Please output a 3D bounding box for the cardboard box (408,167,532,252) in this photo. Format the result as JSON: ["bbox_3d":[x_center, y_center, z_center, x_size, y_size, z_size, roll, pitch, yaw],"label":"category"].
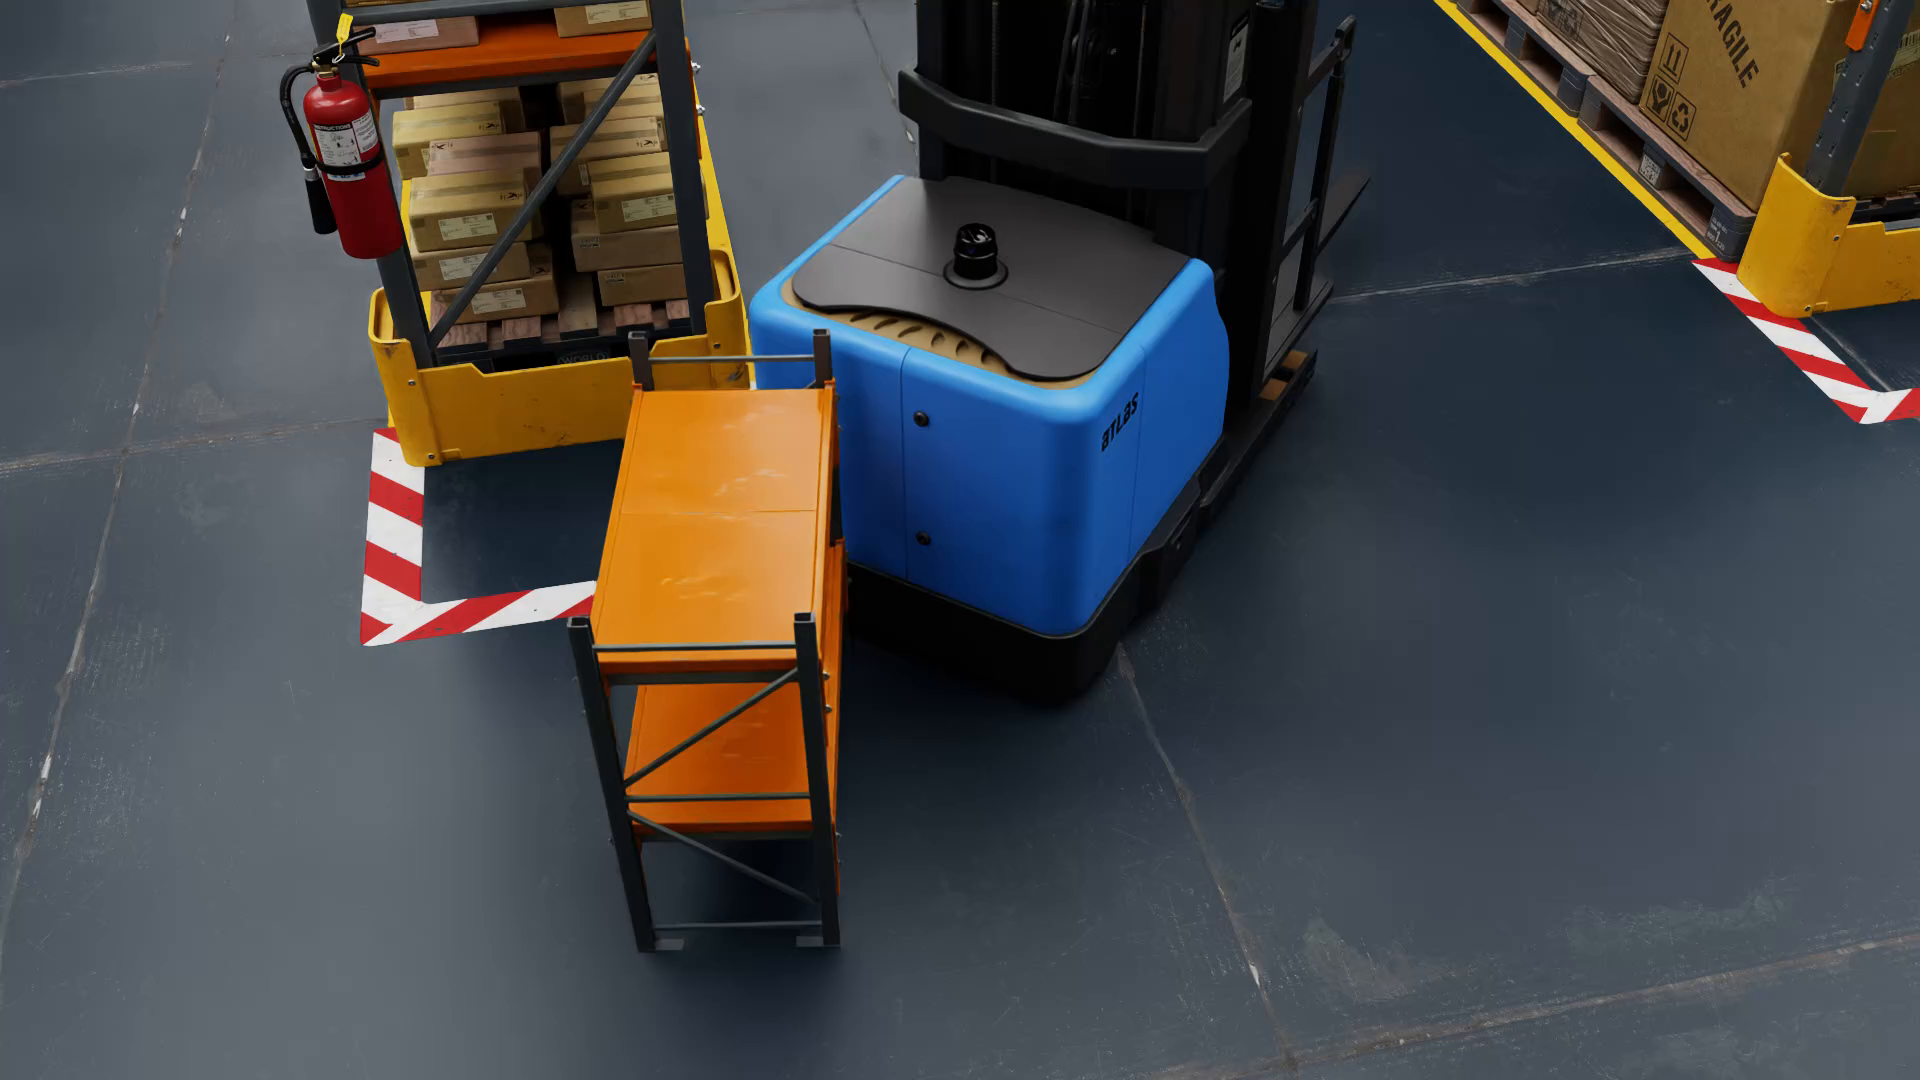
[{"bbox_3d":[-1.656,-1.121,5.637,0.380,0.149,0.250,-8,42,-9],"label":"cardboard box"}]

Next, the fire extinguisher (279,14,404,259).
[{"bbox_3d":[-1.691,-1.103,4.572,0.296,0.674,0.183,-8,42,-9],"label":"fire extinguisher"}]

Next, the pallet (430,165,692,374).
[{"bbox_3d":[-1.452,-1.039,6.262,1.003,0.211,1.213,-8,42,-9],"label":"pallet"}]

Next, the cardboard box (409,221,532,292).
[{"bbox_3d":[-1.687,-1.004,5.729,0.380,0.149,0.250,-9,42,-10],"label":"cardboard box"}]

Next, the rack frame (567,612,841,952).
[{"bbox_3d":[-0.545,0.582,3.747,0.500,1.125,0.032,-1,42,-1],"label":"rack frame"}]

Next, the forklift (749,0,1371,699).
[{"bbox_3d":[0.586,-1.619,4.865,1.130,2.935,3.031,20,45,21],"label":"forklift"}]

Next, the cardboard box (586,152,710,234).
[{"bbox_3d":[-1.076,-1.203,5.728,0.380,0.149,0.250,-10,43,-11],"label":"cardboard box"}]

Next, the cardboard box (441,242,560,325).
[{"bbox_3d":[-1.612,-0.903,5.839,0.380,0.149,0.250,-8,42,-9],"label":"cardboard box"}]

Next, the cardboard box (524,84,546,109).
[{"bbox_3d":[-1.942,-1.908,6.971,0.380,0.149,0.250,-7,42,-8],"label":"cardboard box"}]

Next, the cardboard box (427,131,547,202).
[{"bbox_3d":[-1.654,-1.292,5.829,0.380,0.149,0.250,-8,42,-8],"label":"cardboard box"}]

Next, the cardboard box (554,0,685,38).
[{"bbox_3d":[-1.044,-1.664,5.054,0.380,0.149,0.250,-9,42,-10],"label":"cardboard box"}]

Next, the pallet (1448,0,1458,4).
[{"bbox_3d":[2.795,-3.192,8.687,1.003,0.211,1.213,-8,42,-9],"label":"pallet"}]

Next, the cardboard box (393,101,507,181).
[{"bbox_3d":[-1.834,-1.442,5.998,0.380,0.149,0.250,-9,42,-10],"label":"cardboard box"}]

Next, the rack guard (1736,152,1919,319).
[{"bbox_3d":[3.576,-1.196,6.220,1.175,0.500,0.348,-8,42,-9],"label":"rack guard"}]

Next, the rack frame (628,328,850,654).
[{"bbox_3d":[-0.574,-0.093,4.507,0.500,1.125,0.032,-1,42,-1],"label":"rack frame"}]

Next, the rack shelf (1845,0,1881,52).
[{"bbox_3d":[3.139,-3.174,7.107,1.077,0.370,4.000,-8,42,-9],"label":"rack shelf"}]

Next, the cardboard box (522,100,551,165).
[{"bbox_3d":[-1.758,-1.530,6.321,0.380,0.149,0.250,-9,42,-10],"label":"cardboard box"}]

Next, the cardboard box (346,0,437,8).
[{"bbox_3d":[-1.643,-1.904,4.836,0.500,0.500,0.500,-8,42,-8],"label":"cardboard box"}]

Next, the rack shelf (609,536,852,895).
[{"bbox_3d":[-0.559,0.427,4.290,0.538,0.278,1.000,-1,42,-1],"label":"rack shelf"}]

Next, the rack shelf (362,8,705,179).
[{"bbox_3d":[-1.726,-2.528,6.381,1.077,0.370,4.000,-8,42,-9],"label":"rack shelf"}]

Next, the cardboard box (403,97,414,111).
[{"bbox_3d":[-1.941,-1.785,6.384,0.380,0.149,0.250,-7,42,-8],"label":"cardboard box"}]

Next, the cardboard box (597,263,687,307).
[{"bbox_3d":[-1.095,-0.977,5.923,0.380,0.149,0.250,-8,42,-8],"label":"cardboard box"}]

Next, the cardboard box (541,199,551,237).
[{"bbox_3d":[-1.739,-1.239,6.217,0.380,0.149,0.250,-9,42,-9],"label":"cardboard box"}]

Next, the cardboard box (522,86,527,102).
[{"bbox_3d":[-1.961,-1.734,6.775,0.380,0.149,0.250,-8,42,-8],"label":"cardboard box"}]

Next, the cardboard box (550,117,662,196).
[{"bbox_3d":[-1.253,-1.364,5.910,0.380,0.149,0.250,-8,42,-9],"label":"cardboard box"}]

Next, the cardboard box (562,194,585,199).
[{"bbox_3d":[-1.300,-1.411,6.187,0.380,0.149,0.250,-8,42,-9],"label":"cardboard box"}]

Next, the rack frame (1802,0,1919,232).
[{"bbox_3d":[3.570,-2.146,5.408,1.000,3.000,0.127,-8,42,-9],"label":"rack frame"}]

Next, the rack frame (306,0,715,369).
[{"bbox_3d":[-1.294,-1.501,4.681,1.000,3.000,0.127,-8,42,-9],"label":"rack frame"}]

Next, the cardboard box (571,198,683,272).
[{"bbox_3d":[-1.157,-1.079,5.814,0.380,0.149,0.250,-7,42,-7],"label":"cardboard box"}]

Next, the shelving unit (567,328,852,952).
[{"bbox_3d":[-0.559,0.244,4.127,0.538,1.125,1.048,-1,42,-1],"label":"shelving unit"}]

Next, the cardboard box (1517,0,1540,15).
[{"bbox_3d":[2.966,-3.079,7.743,0.875,0.875,0.875,-8,42,-9],"label":"cardboard box"}]

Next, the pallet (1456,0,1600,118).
[{"bbox_3d":[3.062,-2.400,7.794,1.003,0.211,1.213,-8,42,-9],"label":"pallet"}]

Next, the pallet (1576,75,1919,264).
[{"bbox_3d":[3.321,-1.610,6.905,1.003,0.211,1.213,-8,42,-9],"label":"pallet"}]

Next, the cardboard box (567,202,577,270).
[{"bbox_3d":[-1.231,-1.135,6.101,0.380,0.149,0.250,-9,42,-9],"label":"cardboard box"}]

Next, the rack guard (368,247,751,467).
[{"bbox_3d":[-1.311,-0.615,5.567,1.175,0.500,0.348,-8,42,-9],"label":"rack guard"}]

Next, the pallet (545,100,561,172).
[{"bbox_3d":[-1.712,-1.828,7.151,1.003,0.211,1.213,-8,42,-9],"label":"pallet"}]

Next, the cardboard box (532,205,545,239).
[{"bbox_3d":[-1.691,-1.181,5.929,0.380,0.149,0.250,-9,42,-10],"label":"cardboard box"}]

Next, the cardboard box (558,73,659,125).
[{"bbox_3d":[-1.316,-1.695,6.283,0.380,0.149,0.250,-10,43,-11],"label":"cardboard box"}]

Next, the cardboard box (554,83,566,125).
[{"bbox_3d":[-1.400,-1.751,6.570,0.380,0.149,0.250,-10,43,-11],"label":"cardboard box"}]

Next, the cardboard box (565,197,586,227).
[{"bbox_3d":[-1.292,-1.295,6.281,0.380,0.149,0.250,-8,42,-9],"label":"cardboard box"}]

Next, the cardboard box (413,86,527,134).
[{"bbox_3d":[-1.828,-1.619,6.197,0.380,0.149,0.250,-10,43,-11],"label":"cardboard box"}]

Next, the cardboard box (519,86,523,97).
[{"bbox_3d":[-1.962,-1.844,6.674,0.380,0.149,0.250,-6,42,-7],"label":"cardboard box"}]

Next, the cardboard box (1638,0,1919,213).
[{"bbox_3d":[3.354,-1.912,6.429,0.875,0.875,0.875,-8,42,-9],"label":"cardboard box"}]

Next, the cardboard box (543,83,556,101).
[{"bbox_3d":[-1.498,-1.921,6.762,0.380,0.149,0.250,-6,42,-7],"label":"cardboard box"}]

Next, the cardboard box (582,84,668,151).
[{"bbox_3d":[-1.182,-1.546,6.115,0.380,0.149,0.250,-8,42,-9],"label":"cardboard box"}]

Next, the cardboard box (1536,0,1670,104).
[{"bbox_3d":[3.158,-2.502,7.093,0.875,0.875,0.875,-8,42,-9],"label":"cardboard box"}]

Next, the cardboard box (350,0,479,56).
[{"bbox_3d":[-1.641,-1.578,4.957,0.380,0.149,0.250,-8,42,-9],"label":"cardboard box"}]

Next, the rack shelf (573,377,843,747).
[{"bbox_3d":[-0.559,0.026,3.933,0.538,0.278,1.000,-1,42,-1],"label":"rack shelf"}]

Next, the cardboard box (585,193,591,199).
[{"bbox_3d":[-1.161,-1.265,6.023,0.380,0.149,0.250,-9,42,-9],"label":"cardboard box"}]
